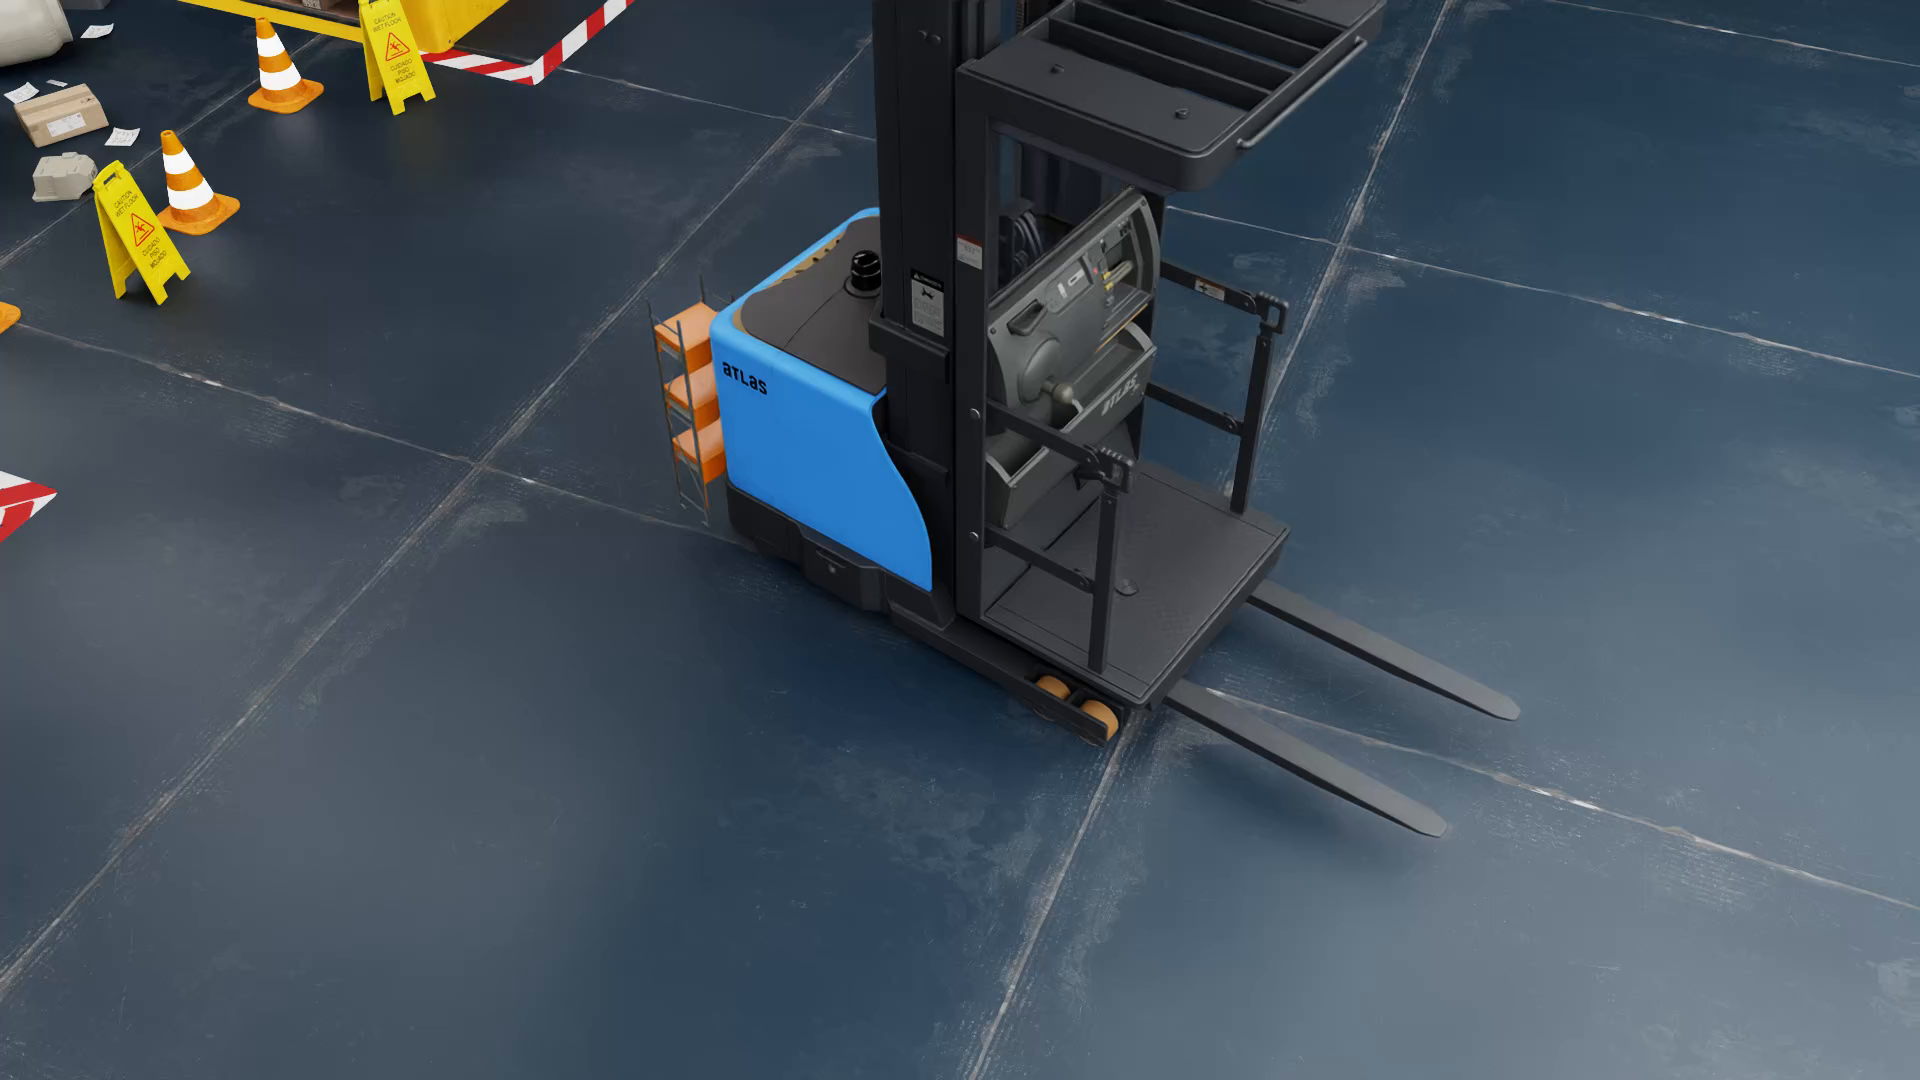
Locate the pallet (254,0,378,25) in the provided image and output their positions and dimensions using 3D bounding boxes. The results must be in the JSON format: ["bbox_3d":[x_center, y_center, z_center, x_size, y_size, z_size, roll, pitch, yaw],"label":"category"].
[{"bbox_3d":[-3.650,-3.528,10.146,1.213,0.211,1.003,16,47,16],"label":"pallet"}]

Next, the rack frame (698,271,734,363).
[{"bbox_3d":[-0.919,-0.594,6.603,0.008,1.050,0.200,-35,54,-30],"label":"rack frame"}]

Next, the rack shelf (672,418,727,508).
[{"bbox_3d":[-1.006,-0.329,6.745,0.240,0.259,0.215,-35,54,-30],"label":"rack shelf"}]

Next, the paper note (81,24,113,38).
[{"bbox_3d":[-5.044,-2.980,9.723,0.148,0.019,0.142,2,45,2],"label":"paper note"}]

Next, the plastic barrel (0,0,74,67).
[{"bbox_3d":[-5.333,-2.914,9.379,0.512,0.421,0.421,-20,48,-19],"label":"plastic barrel"}]

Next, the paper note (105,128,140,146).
[{"bbox_3d":[-4.482,-2.160,8.900,0.142,0.019,0.148,2,45,2],"label":"paper note"}]

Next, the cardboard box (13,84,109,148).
[{"bbox_3d":[-4.830,-2.282,8.938,0.380,0.149,0.250,-28,51,-25],"label":"cardboard box"}]

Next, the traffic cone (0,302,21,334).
[{"bbox_3d":[-4.600,-1.171,7.599,0.334,0.463,0.336,16,47,16],"label":"traffic cone"}]

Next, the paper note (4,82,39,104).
[{"bbox_3d":[-5.209,-2.485,9.234,0.142,0.019,0.148,33,54,29],"label":"paper note"}]

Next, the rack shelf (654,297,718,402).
[{"bbox_3d":[-1.005,-0.728,6.350,0.240,0.259,0.215,-35,54,-30],"label":"rack shelf"}]

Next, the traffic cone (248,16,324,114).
[{"bbox_3d":[-3.737,-2.630,9.065,0.334,0.463,0.336,16,47,16],"label":"traffic cone"}]

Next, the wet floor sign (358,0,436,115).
[{"bbox_3d":[-3.080,-2.669,8.975,0.232,0.644,0.267,33,54,29],"label":"wet floor sign"}]

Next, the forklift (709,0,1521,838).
[{"bbox_3d":[0.556,-0.728,5.403,3.031,2.935,1.130,27,51,25],"label":"forklift"}]

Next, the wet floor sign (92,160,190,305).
[{"bbox_3d":[-3.867,-1.449,7.748,0.232,0.644,0.267,9,46,9],"label":"wet floor sign"}]

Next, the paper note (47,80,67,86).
[{"bbox_3d":[-5.059,-2.560,9.316,0.123,0.001,0.032,16,47,16],"label":"paper note"}]

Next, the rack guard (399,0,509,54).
[{"bbox_3d":[-2.914,-3.386,9.799,0.348,0.500,1.175,16,47,16],"label":"rack guard"}]

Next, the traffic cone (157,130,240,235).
[{"bbox_3d":[-3.851,-1.815,8.246,0.334,0.463,0.336,16,47,16],"label":"traffic cone"}]

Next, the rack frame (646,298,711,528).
[{"bbox_3d":[-1.093,-0.474,6.481,0.008,1.050,0.200,-35,54,-30],"label":"rack frame"}]

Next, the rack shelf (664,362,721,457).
[{"bbox_3d":[-1.006,-0.526,6.549,0.240,0.259,0.215,-35,54,-30],"label":"rack shelf"}]

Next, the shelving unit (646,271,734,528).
[{"bbox_3d":[-1.006,-0.534,6.542,0.252,1.050,0.215,-35,54,-30],"label":"shelving unit"}]

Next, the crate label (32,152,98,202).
[{"bbox_3d":[-4.600,-1.872,8.535,0.298,0.136,0.250,-5,45,-5],"label":"crate label"}]

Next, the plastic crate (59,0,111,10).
[{"bbox_3d":[-5.402,-3.343,10.053,0.583,0.080,0.402,2,45,2],"label":"plastic crate"}]
